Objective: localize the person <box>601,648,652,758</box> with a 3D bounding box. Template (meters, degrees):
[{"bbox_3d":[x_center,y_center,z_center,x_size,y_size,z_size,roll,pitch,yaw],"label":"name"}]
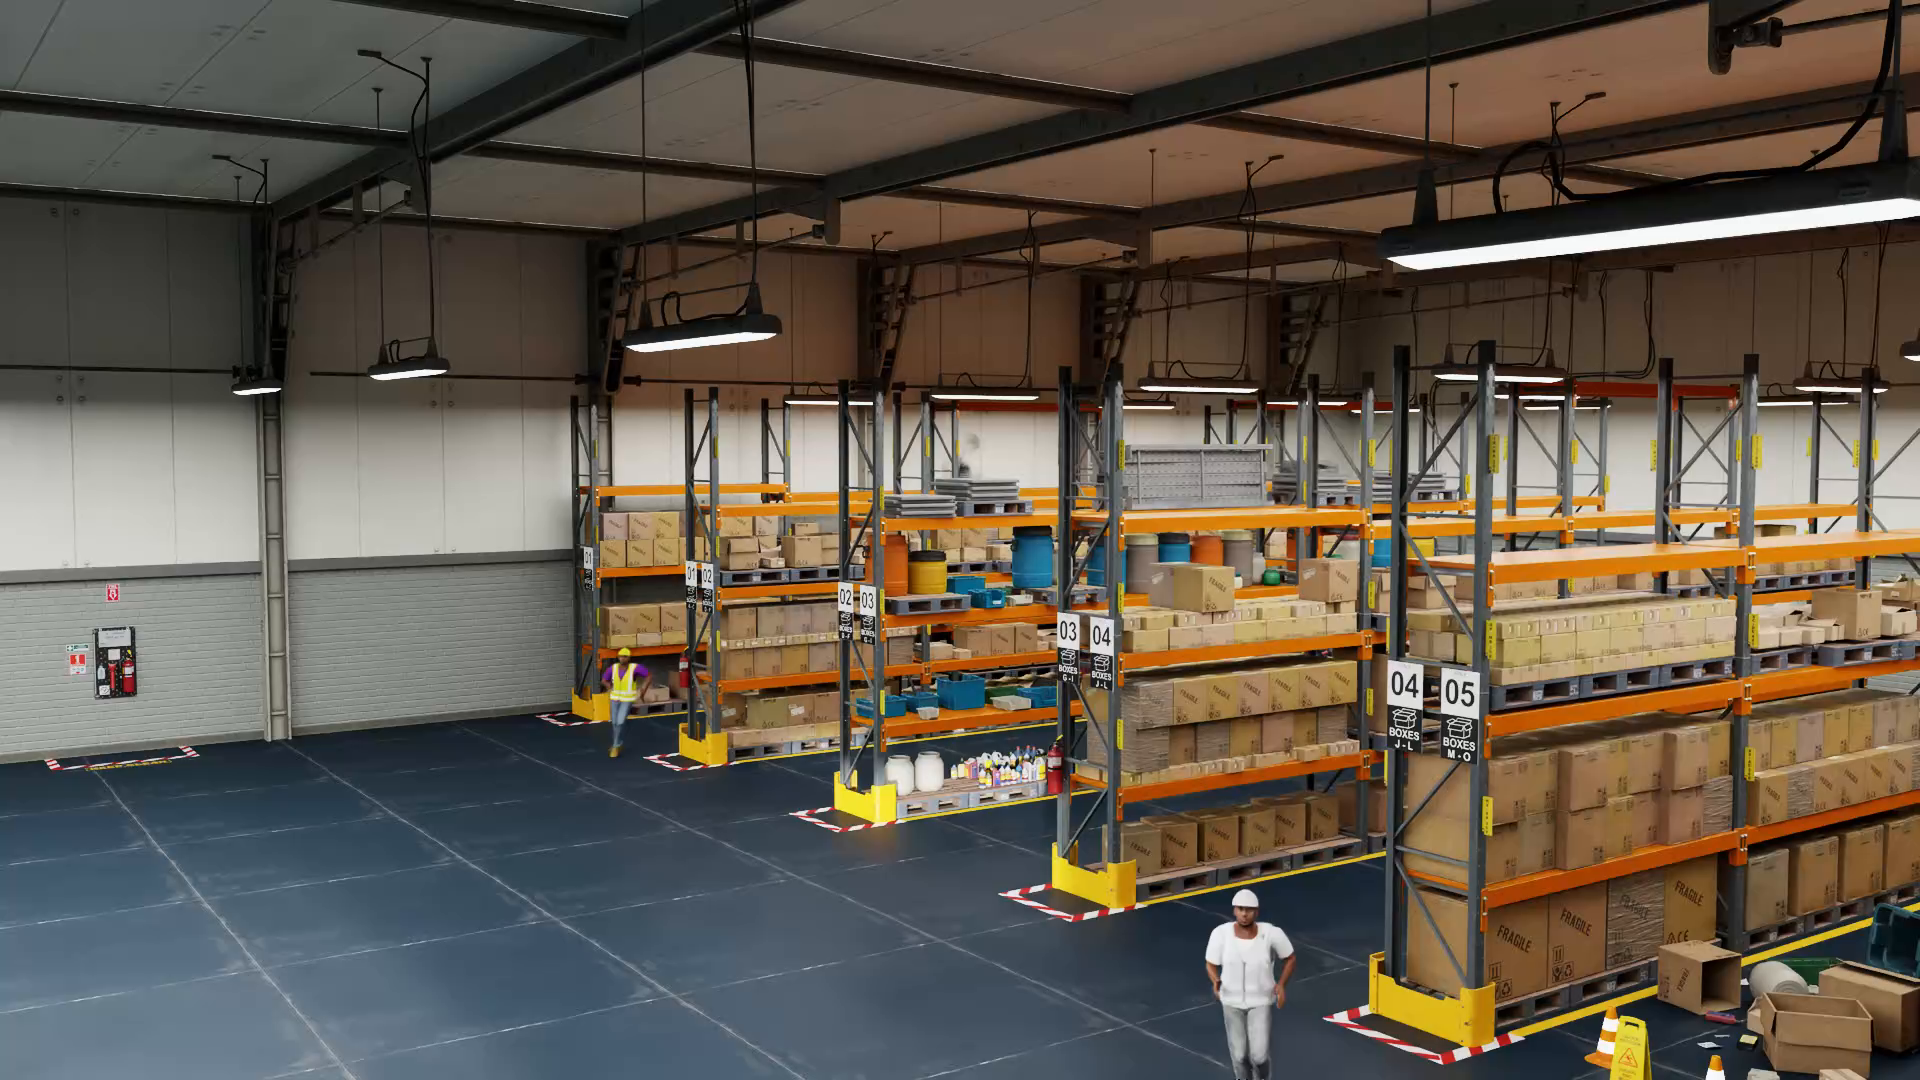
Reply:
[{"bbox_3d":[-5.493,2.658,27.242,0.793,1.802,0.682,1,3,10],"label":"person"}]

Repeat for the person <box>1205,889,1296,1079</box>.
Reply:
[{"bbox_3d":[2.186,3.523,12.652,0.673,1.722,0.621,1,4,18],"label":"person"}]
